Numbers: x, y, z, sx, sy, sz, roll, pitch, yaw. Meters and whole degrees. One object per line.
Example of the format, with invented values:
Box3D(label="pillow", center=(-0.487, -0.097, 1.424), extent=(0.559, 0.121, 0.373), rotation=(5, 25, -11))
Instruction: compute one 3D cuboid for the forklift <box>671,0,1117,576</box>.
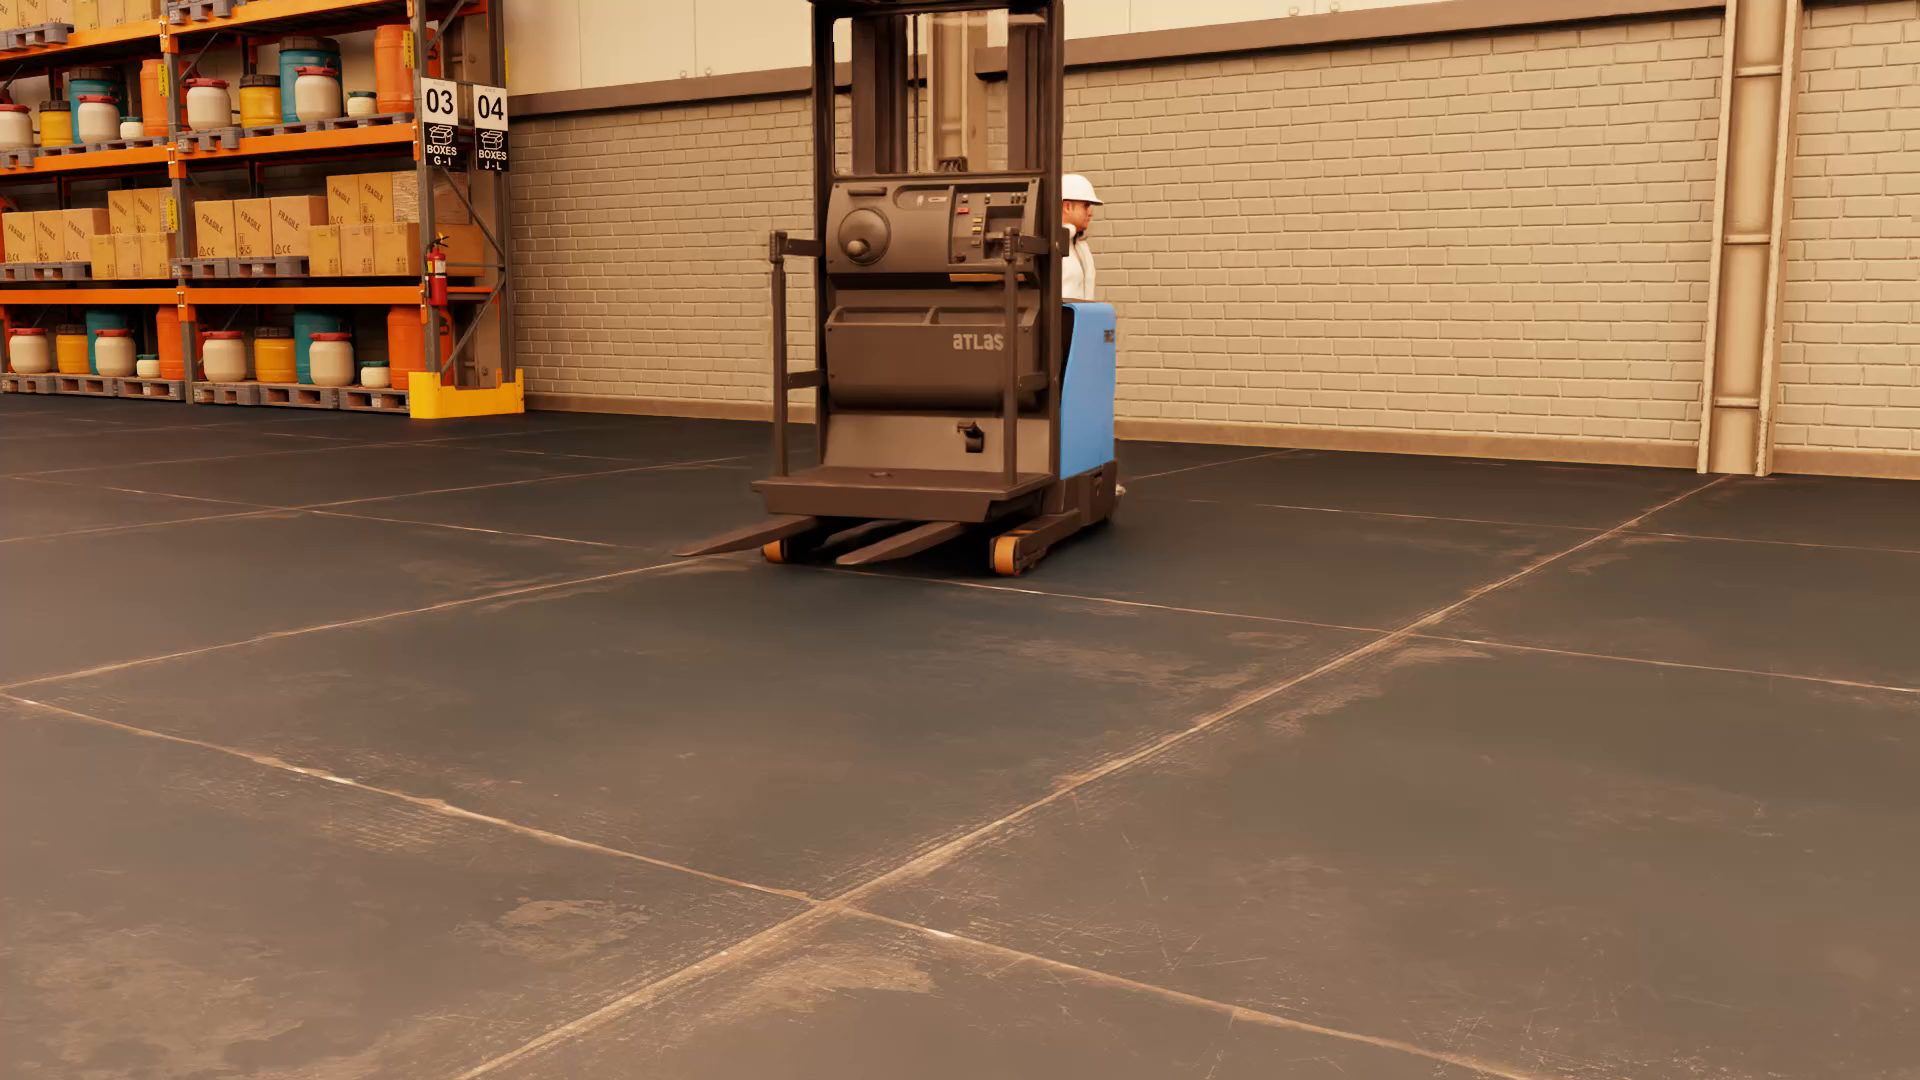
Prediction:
Box3D(label="forklift", center=(-0.185, -1.369, 6.817), extent=(1.130, 2.935, 3.031), rotation=(3, 9, 19))

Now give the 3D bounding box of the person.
Box3D(label="person", center=(0.573, -1.081, 8.991), extent=(0.418, 1.749, 0.756), rotation=(5, 9, 31))
